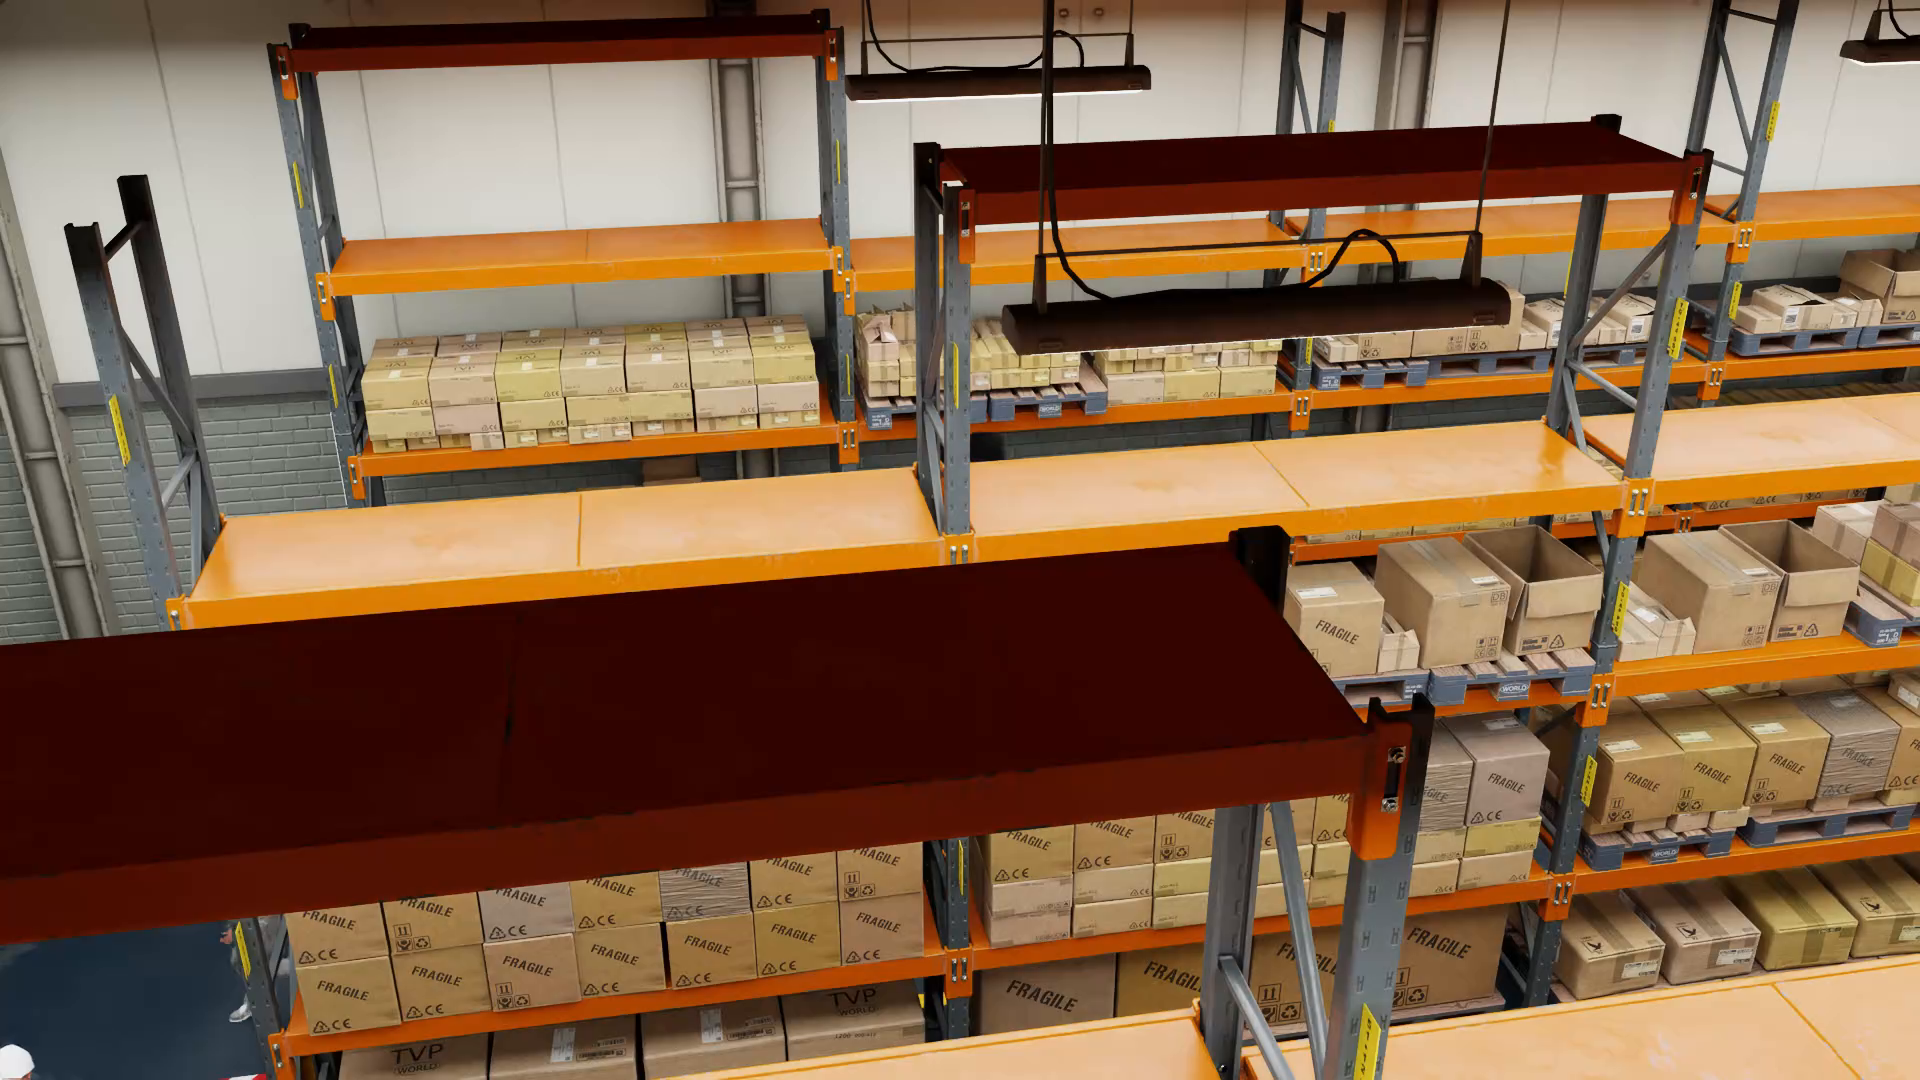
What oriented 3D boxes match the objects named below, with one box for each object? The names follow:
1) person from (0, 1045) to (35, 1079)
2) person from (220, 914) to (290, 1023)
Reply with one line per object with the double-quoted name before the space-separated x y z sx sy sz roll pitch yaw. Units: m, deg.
"person" -5.047 3.475 9.140 0.662 1.745 0.776 -7 27 -13
"person" -4.627 2.595 11.152 0.745 1.575 0.569 -14 29 -27
